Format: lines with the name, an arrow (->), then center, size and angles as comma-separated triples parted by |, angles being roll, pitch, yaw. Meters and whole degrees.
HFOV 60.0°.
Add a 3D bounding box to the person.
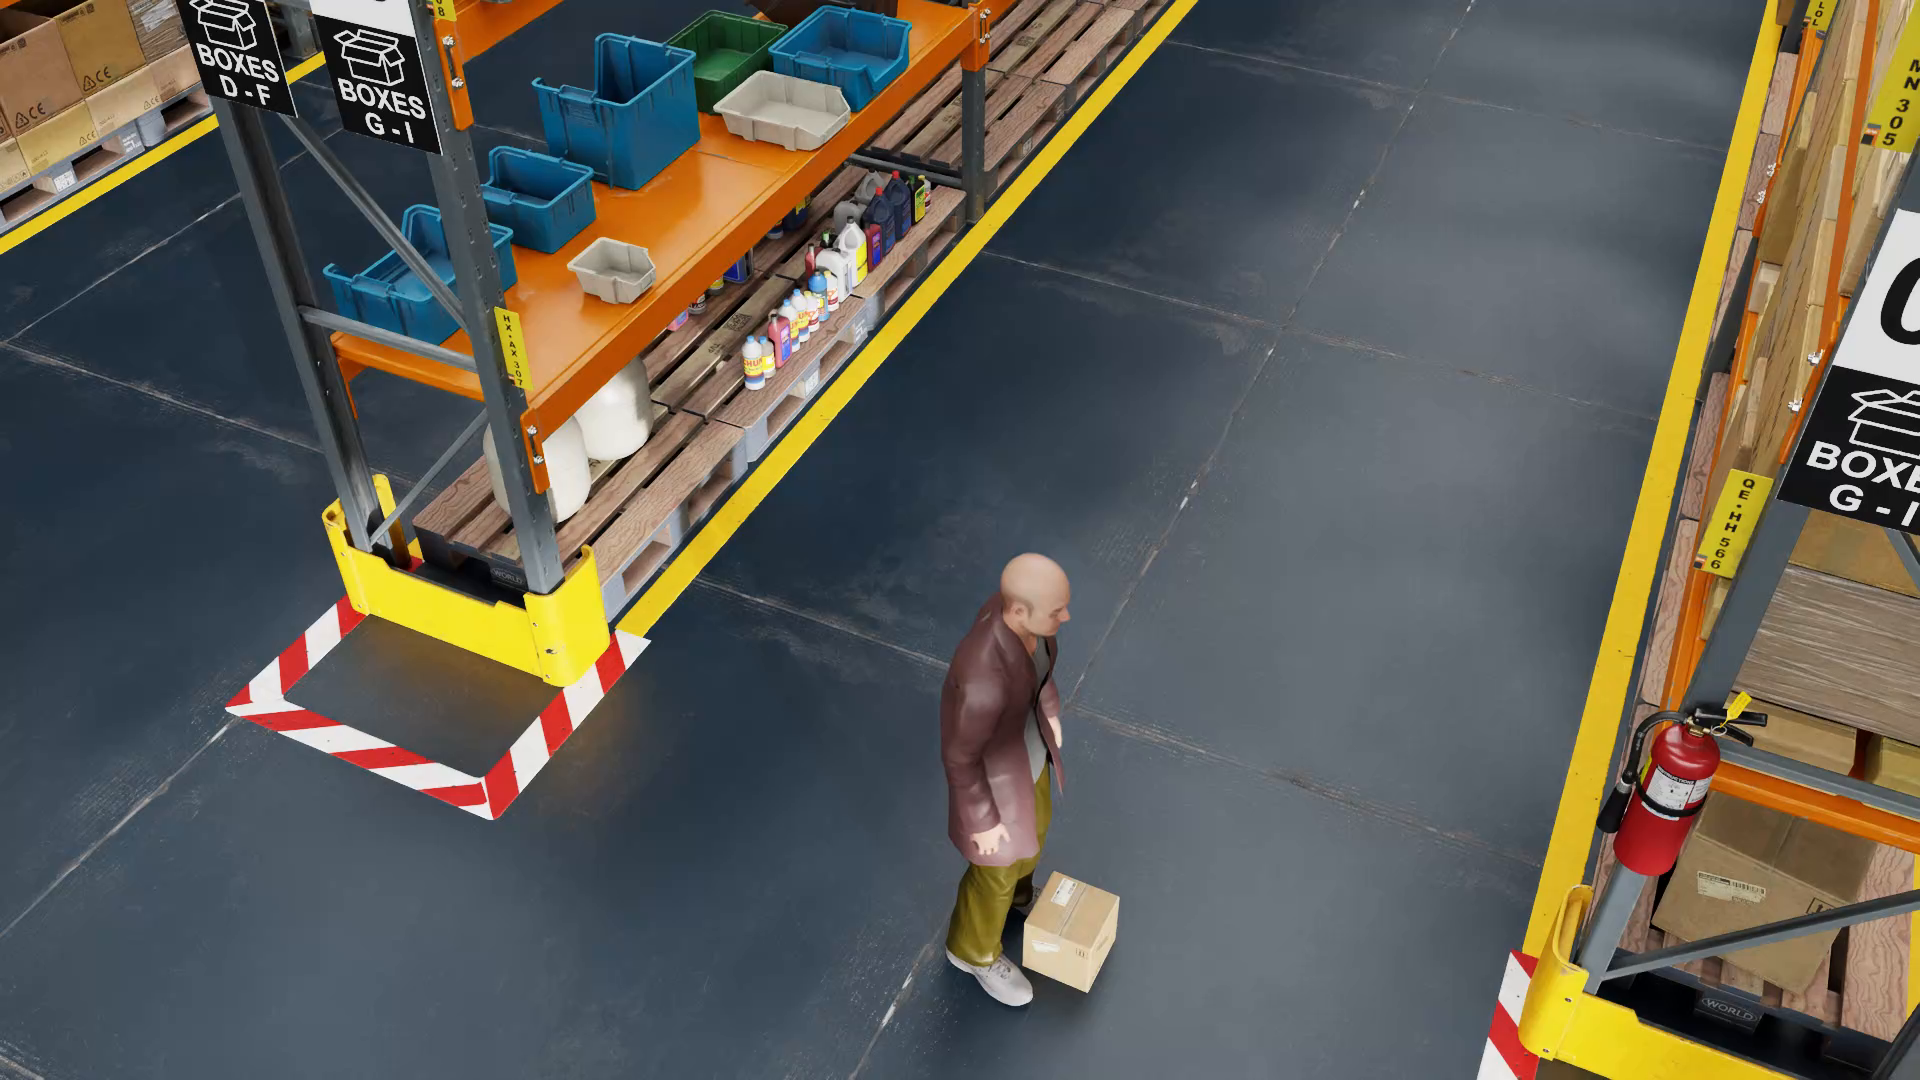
person -> 0.158, 0.724, 5.350 | 0.419, 1.774, 0.646 | 17, 44, 18
